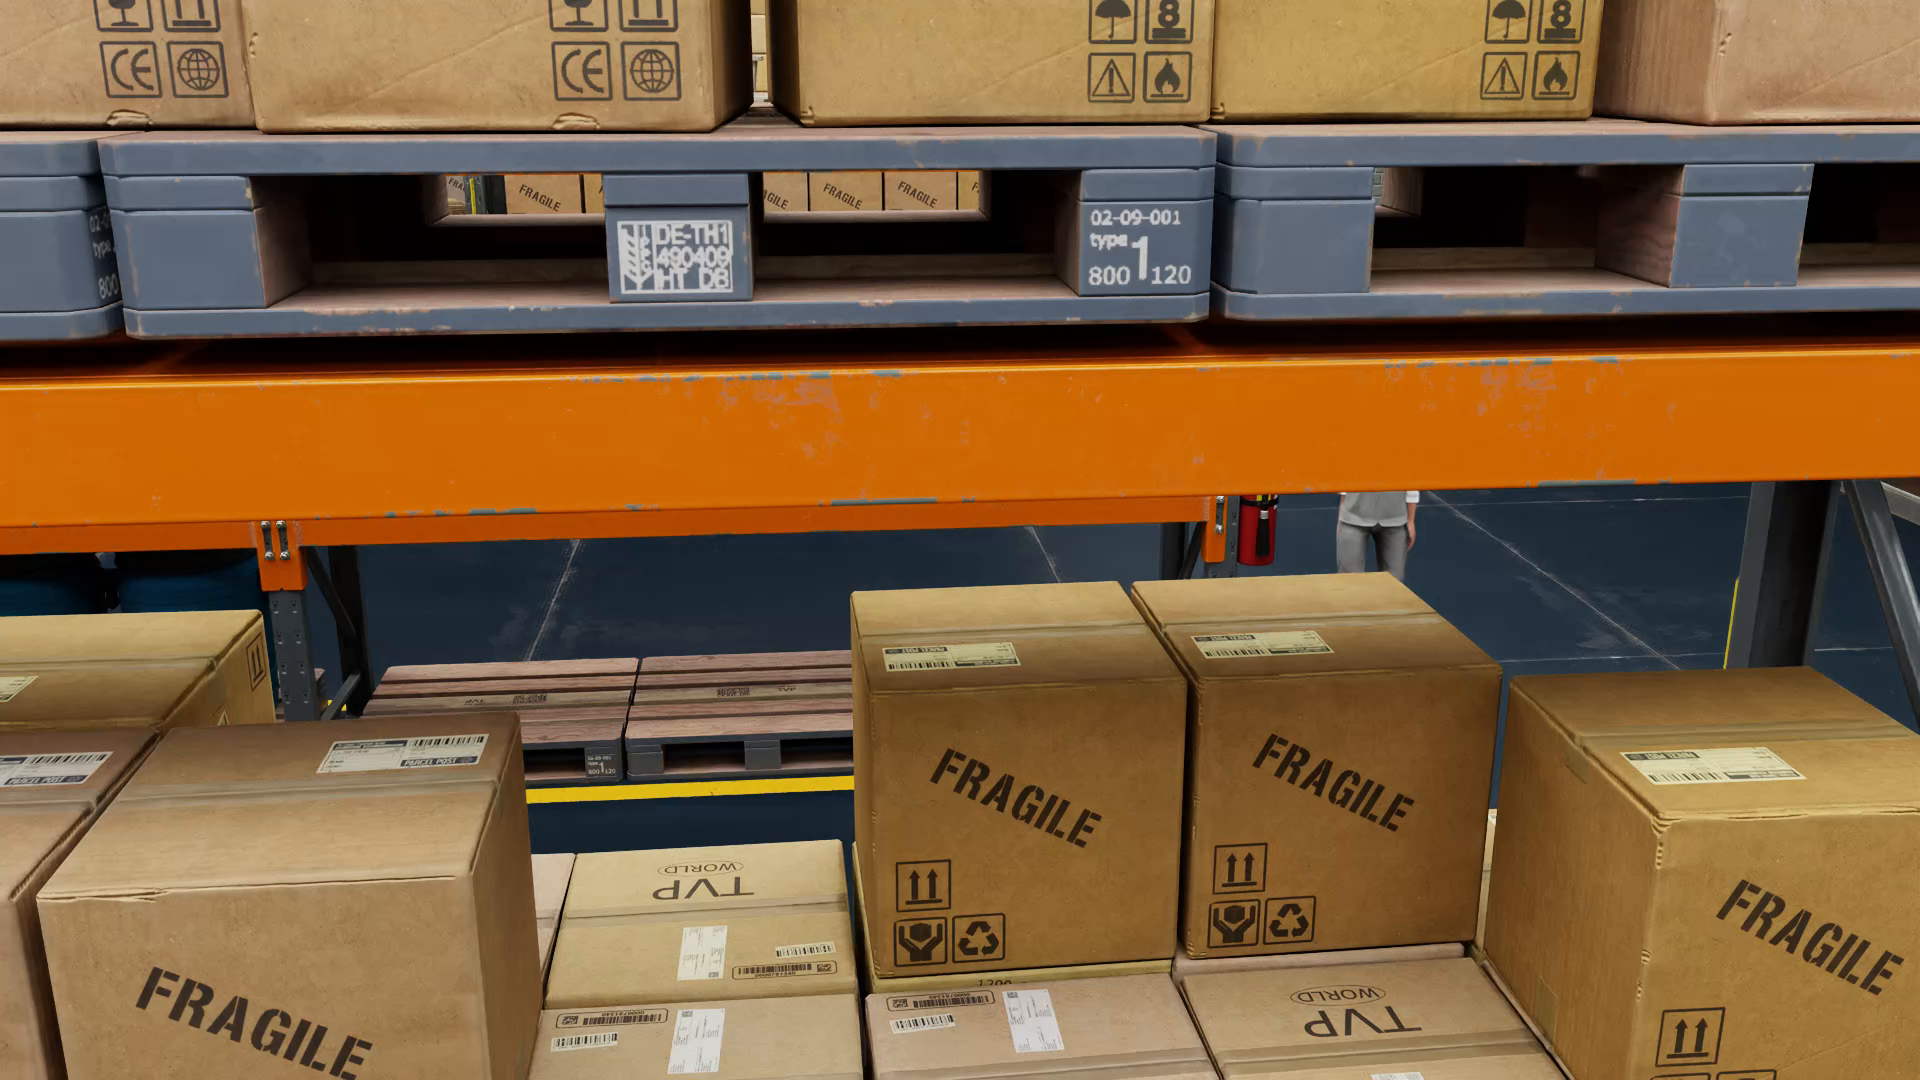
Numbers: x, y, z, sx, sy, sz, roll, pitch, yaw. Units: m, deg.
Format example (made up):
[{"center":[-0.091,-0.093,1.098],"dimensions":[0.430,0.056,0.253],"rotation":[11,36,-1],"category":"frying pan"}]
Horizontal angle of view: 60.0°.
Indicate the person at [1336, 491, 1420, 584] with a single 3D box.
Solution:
[{"center":[2.120,-0.072,8.454],"dimensions":[0.410,1.574,0.298],"rotation":[0,17,2],"category":"person"}]
